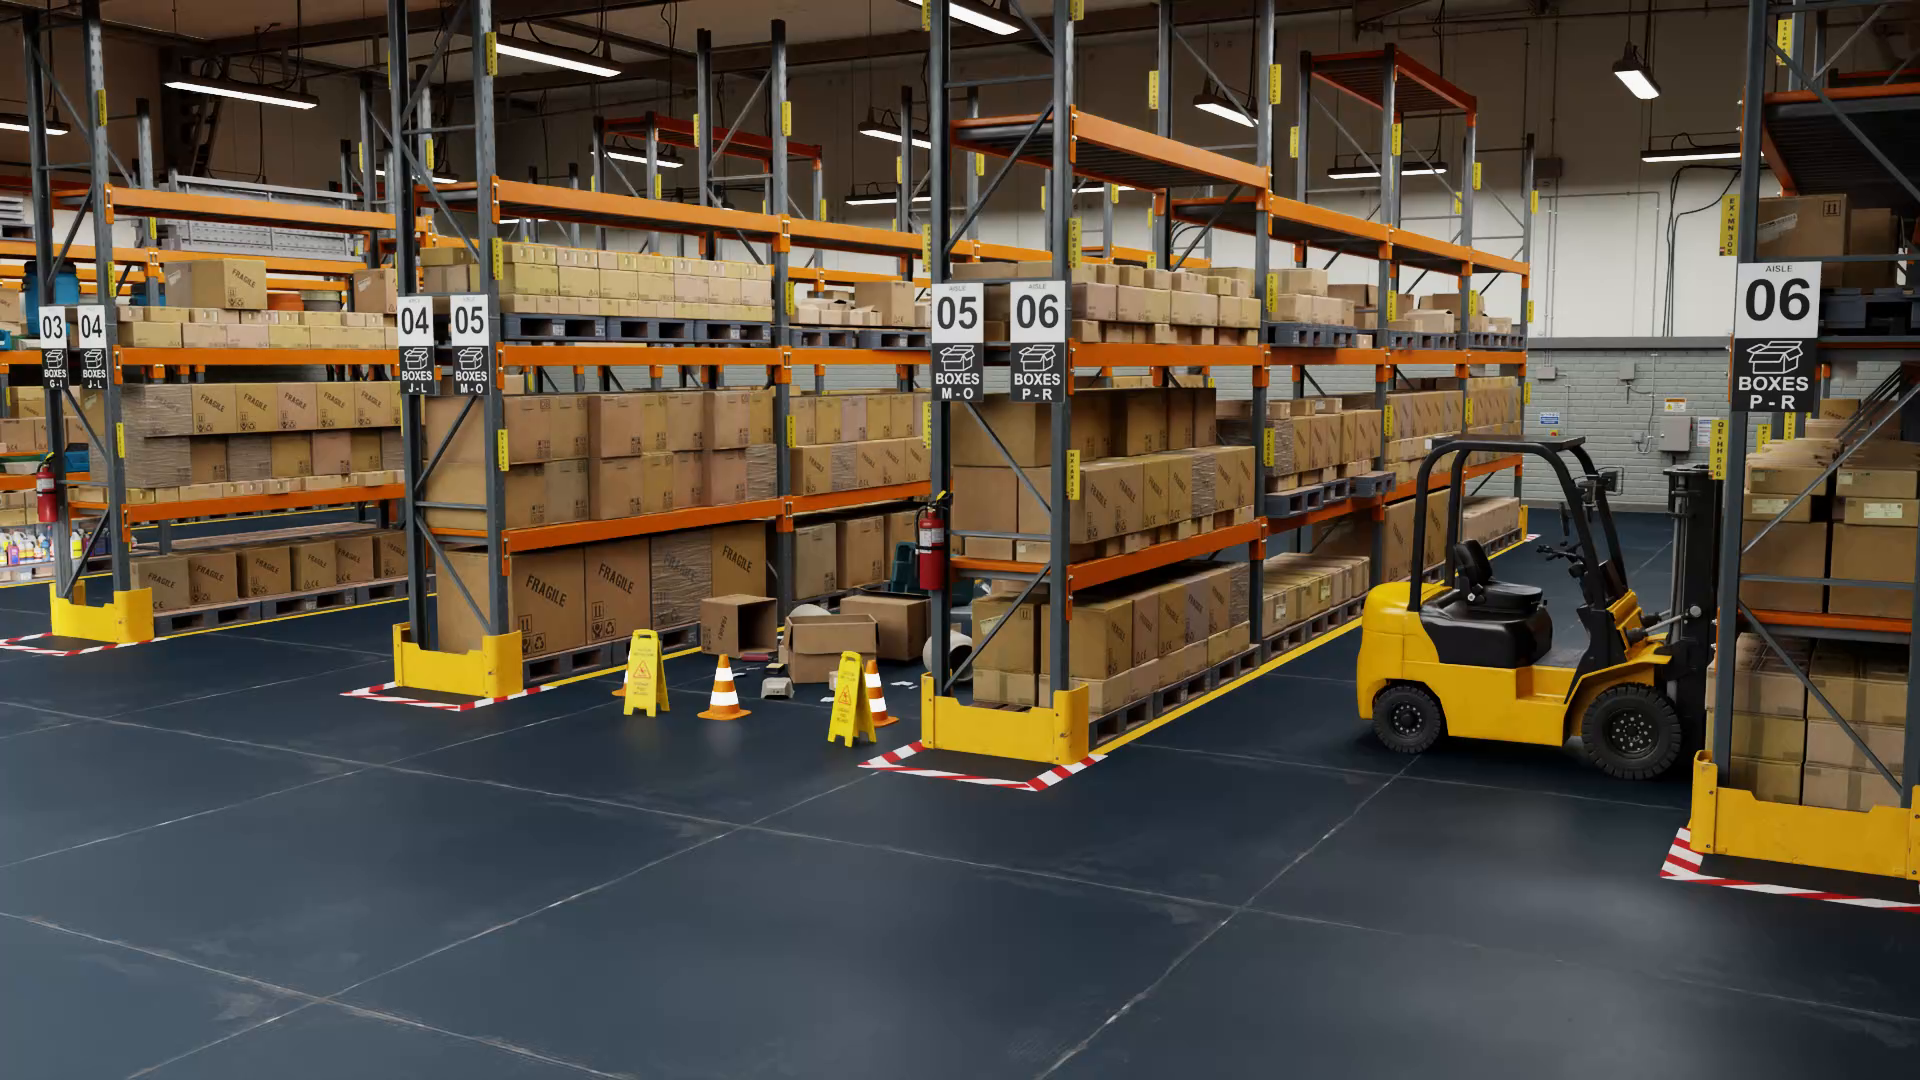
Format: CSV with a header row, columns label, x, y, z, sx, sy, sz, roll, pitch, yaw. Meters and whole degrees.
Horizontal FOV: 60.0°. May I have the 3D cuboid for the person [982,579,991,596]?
label,x,y,z,sx,sy,sz,roll,pitch,yaw
person,0.429,-0.082,18.201,0.443,1.592,0.474,-1,6,-12
